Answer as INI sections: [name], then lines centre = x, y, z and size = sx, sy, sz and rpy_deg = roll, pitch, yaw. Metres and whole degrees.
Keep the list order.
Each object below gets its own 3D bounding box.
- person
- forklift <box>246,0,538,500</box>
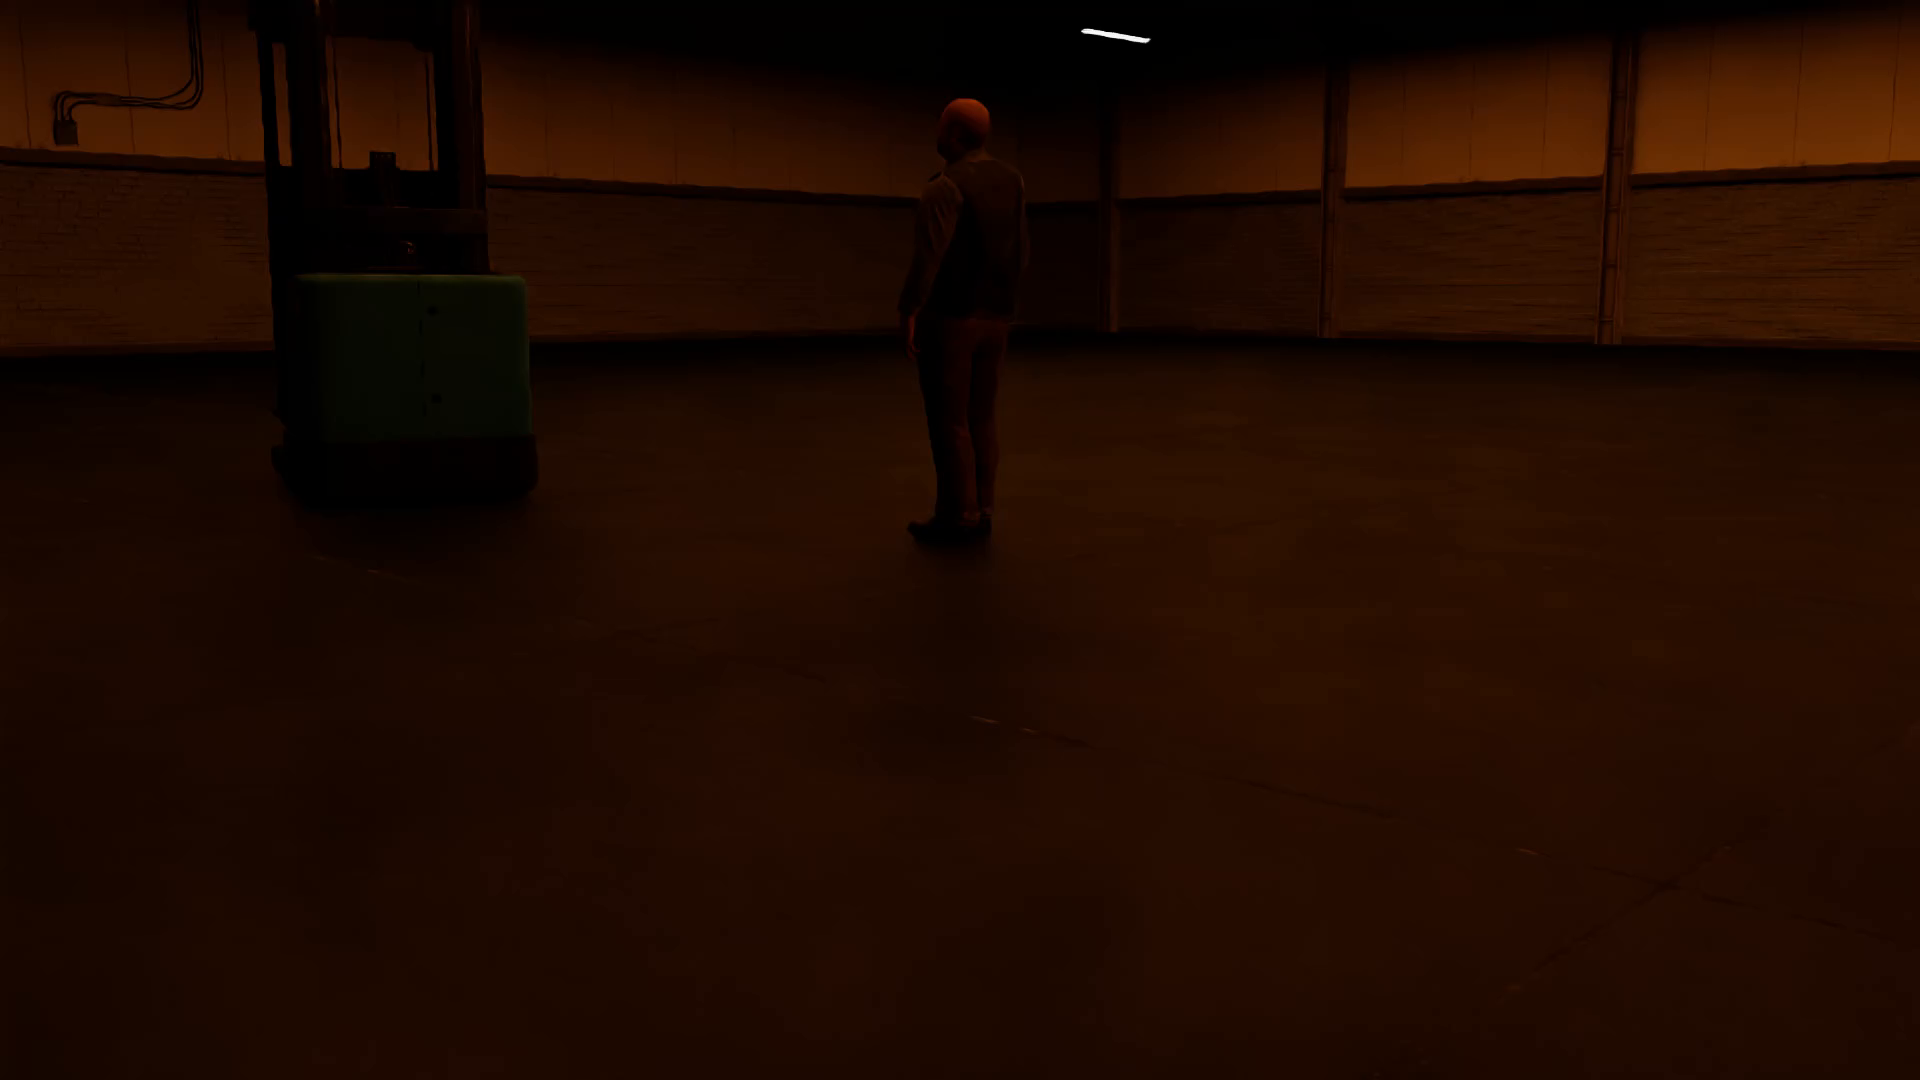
[person]
centre = -0.039, -0.865, 6.637
size = 0.567, 1.720, 0.632
rpy_deg = 8, 12, 43
[forklift]
centre = -3.155, -1.816, 8.933
size = 1.130, 2.935, 3.031
rpy_deg = -4, 10, -26
